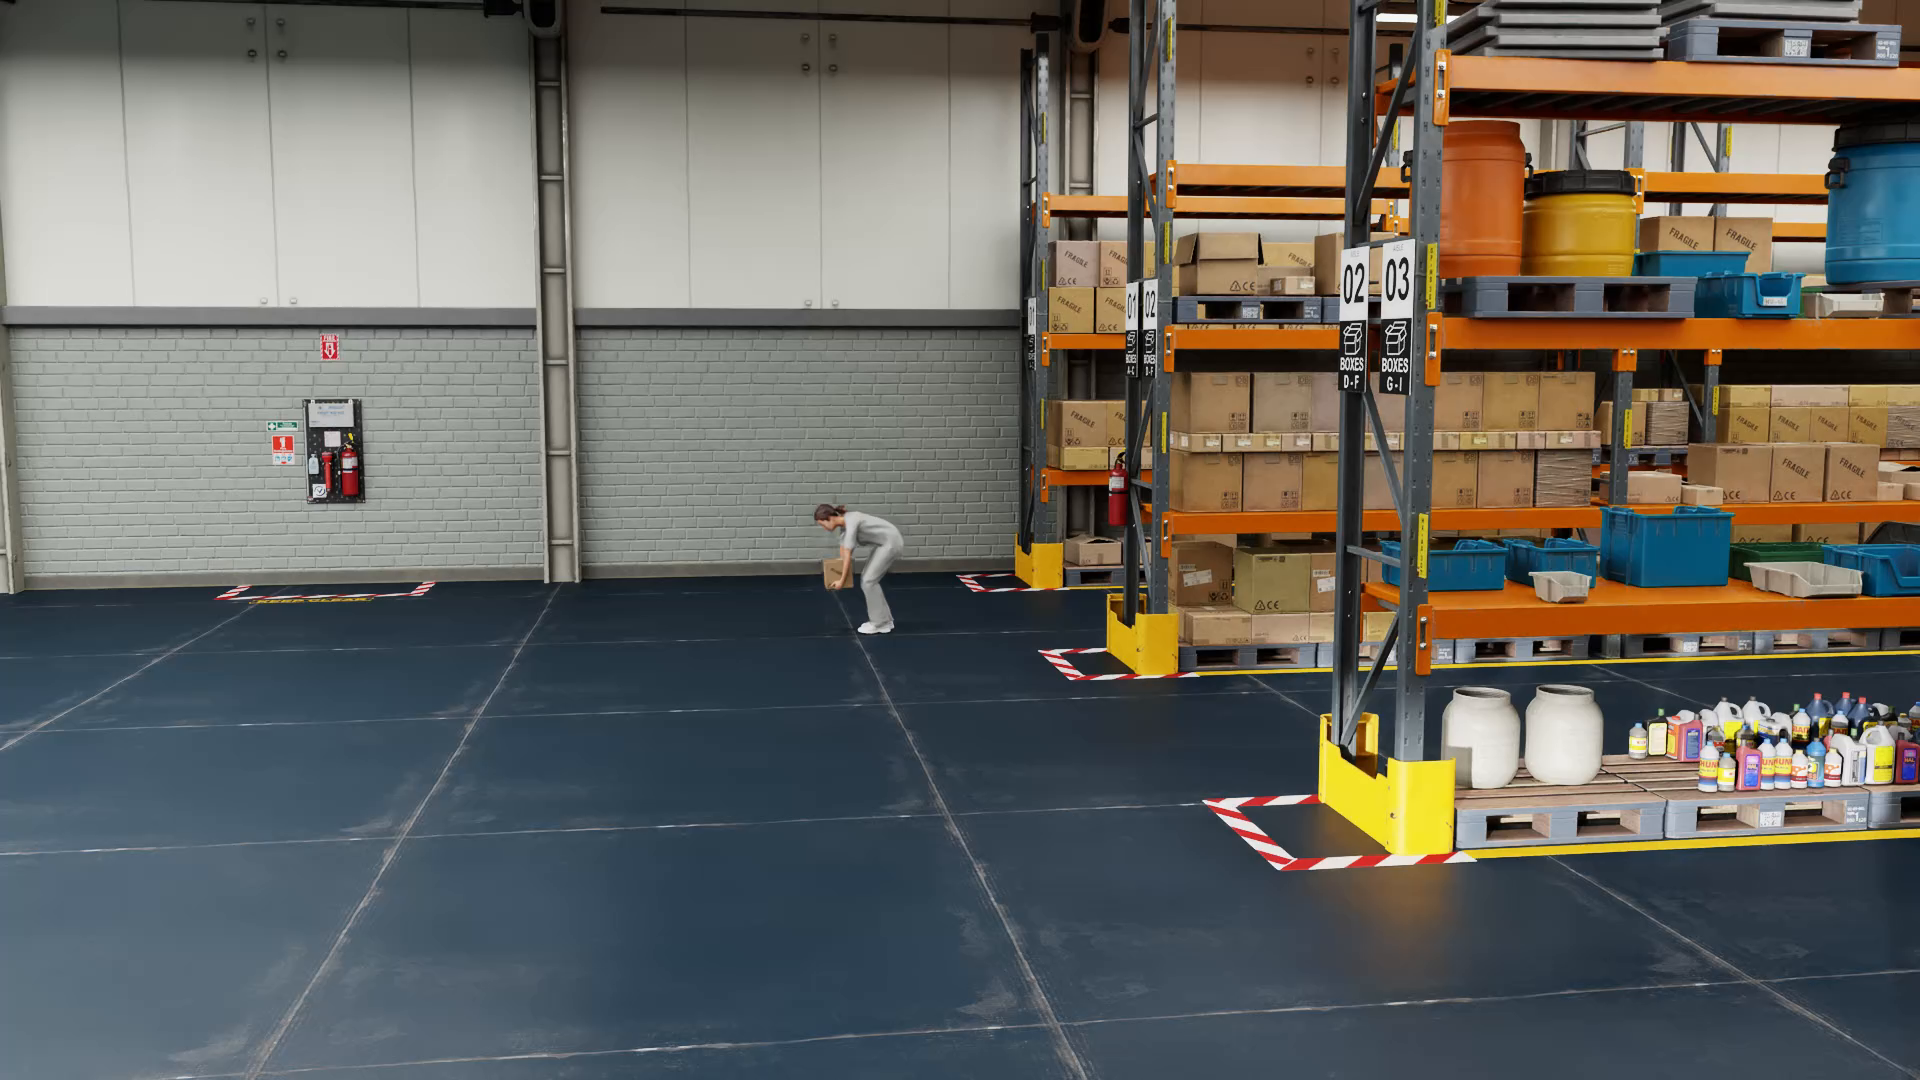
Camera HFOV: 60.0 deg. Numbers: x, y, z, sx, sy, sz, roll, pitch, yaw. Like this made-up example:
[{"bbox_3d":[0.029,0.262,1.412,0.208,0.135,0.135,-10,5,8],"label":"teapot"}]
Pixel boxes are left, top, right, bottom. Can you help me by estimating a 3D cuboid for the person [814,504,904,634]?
[{"bbox_3d":[-0.946,0.261,15.555,0.836,1.217,0.429,-1,7,-11],"label":"person"}]
